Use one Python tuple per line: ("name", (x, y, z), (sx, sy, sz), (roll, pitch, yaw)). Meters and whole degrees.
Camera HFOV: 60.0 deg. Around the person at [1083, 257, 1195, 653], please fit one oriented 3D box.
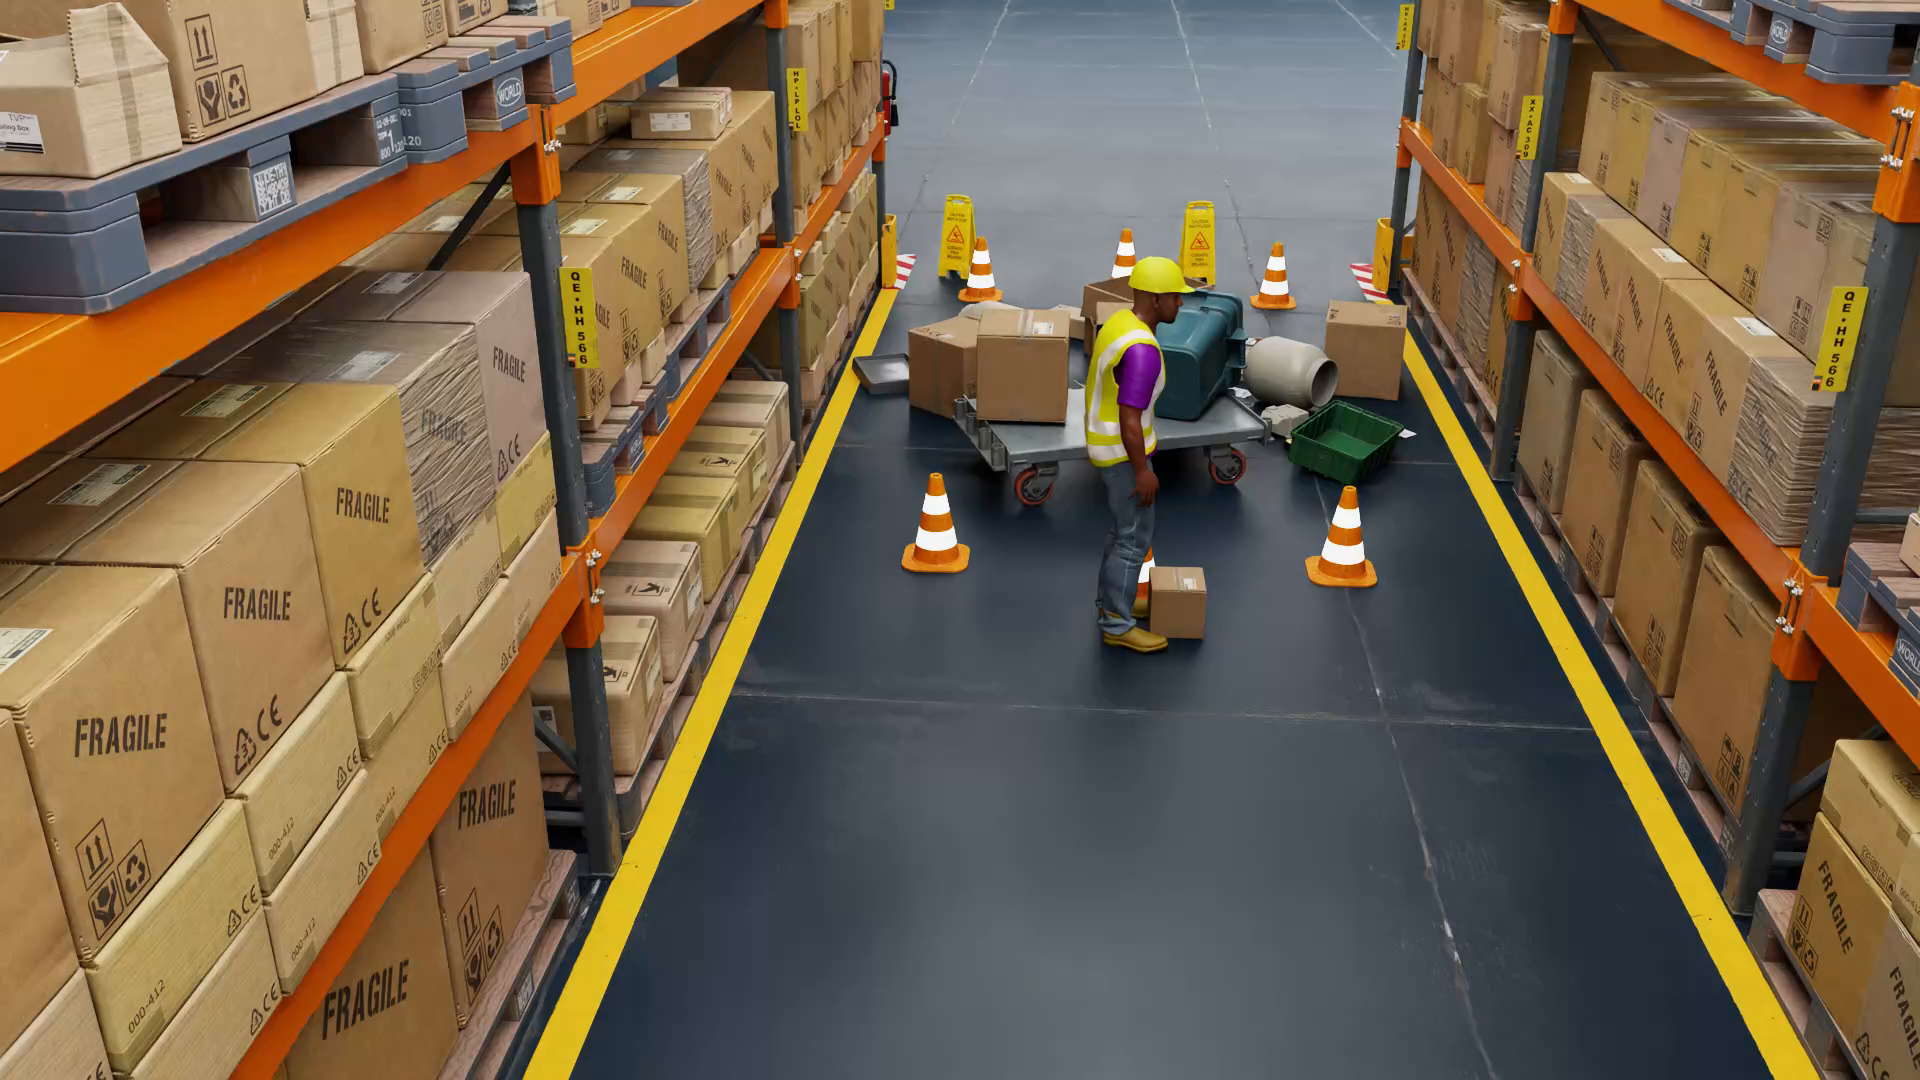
("person", (0.785, -0.402, 7.470), (0.461, 1.759, 0.633), (0, 24, 1))
